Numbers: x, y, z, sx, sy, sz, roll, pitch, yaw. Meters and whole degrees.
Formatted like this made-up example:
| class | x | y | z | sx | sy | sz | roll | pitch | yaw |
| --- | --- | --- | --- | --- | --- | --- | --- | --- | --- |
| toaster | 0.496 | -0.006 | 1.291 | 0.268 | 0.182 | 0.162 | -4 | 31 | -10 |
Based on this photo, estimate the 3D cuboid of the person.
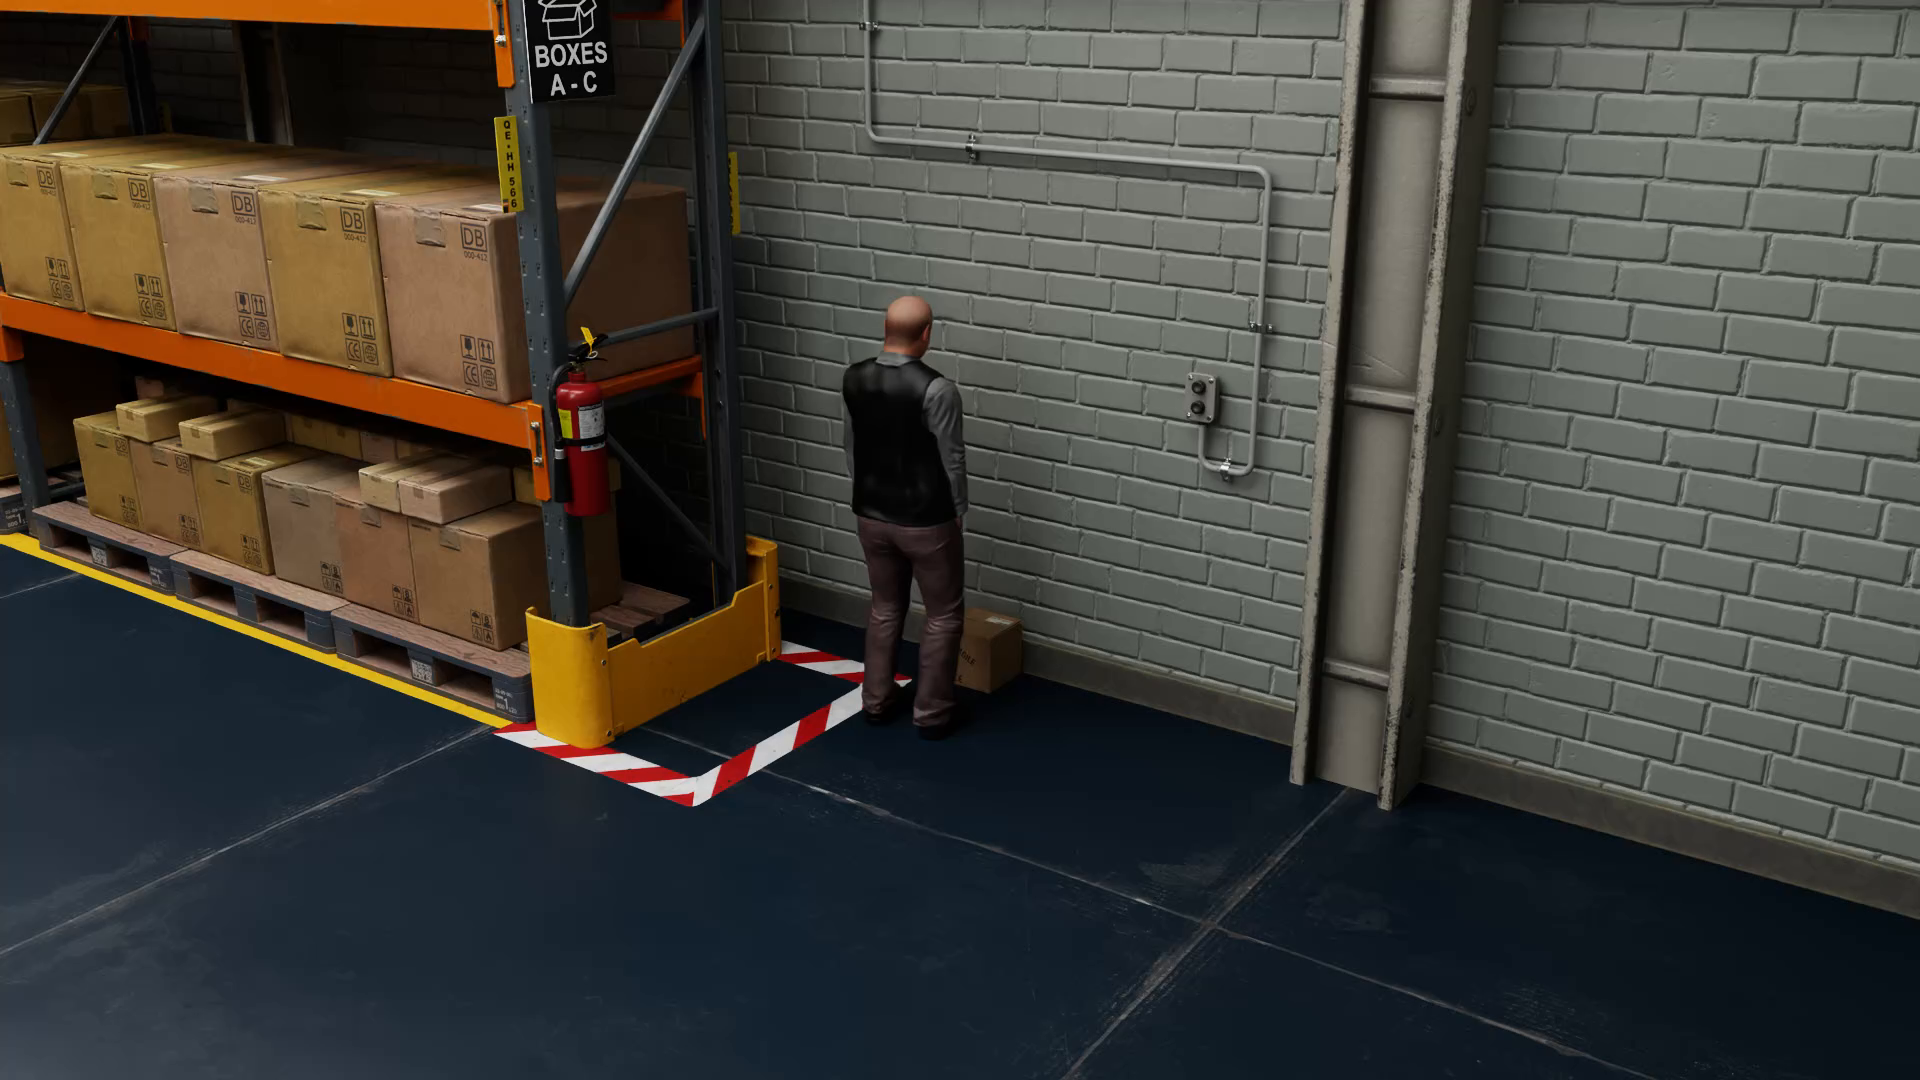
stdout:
| class | x | y | z | sx | sy | sz | roll | pitch | yaw |
| --- | --- | --- | --- | --- | --- | --- | --- | --- | --- |
| person | -0.211 | -0.081 | 6.369 | 0.540 | 1.705 | 0.359 | 12 | 23 | 31 |
